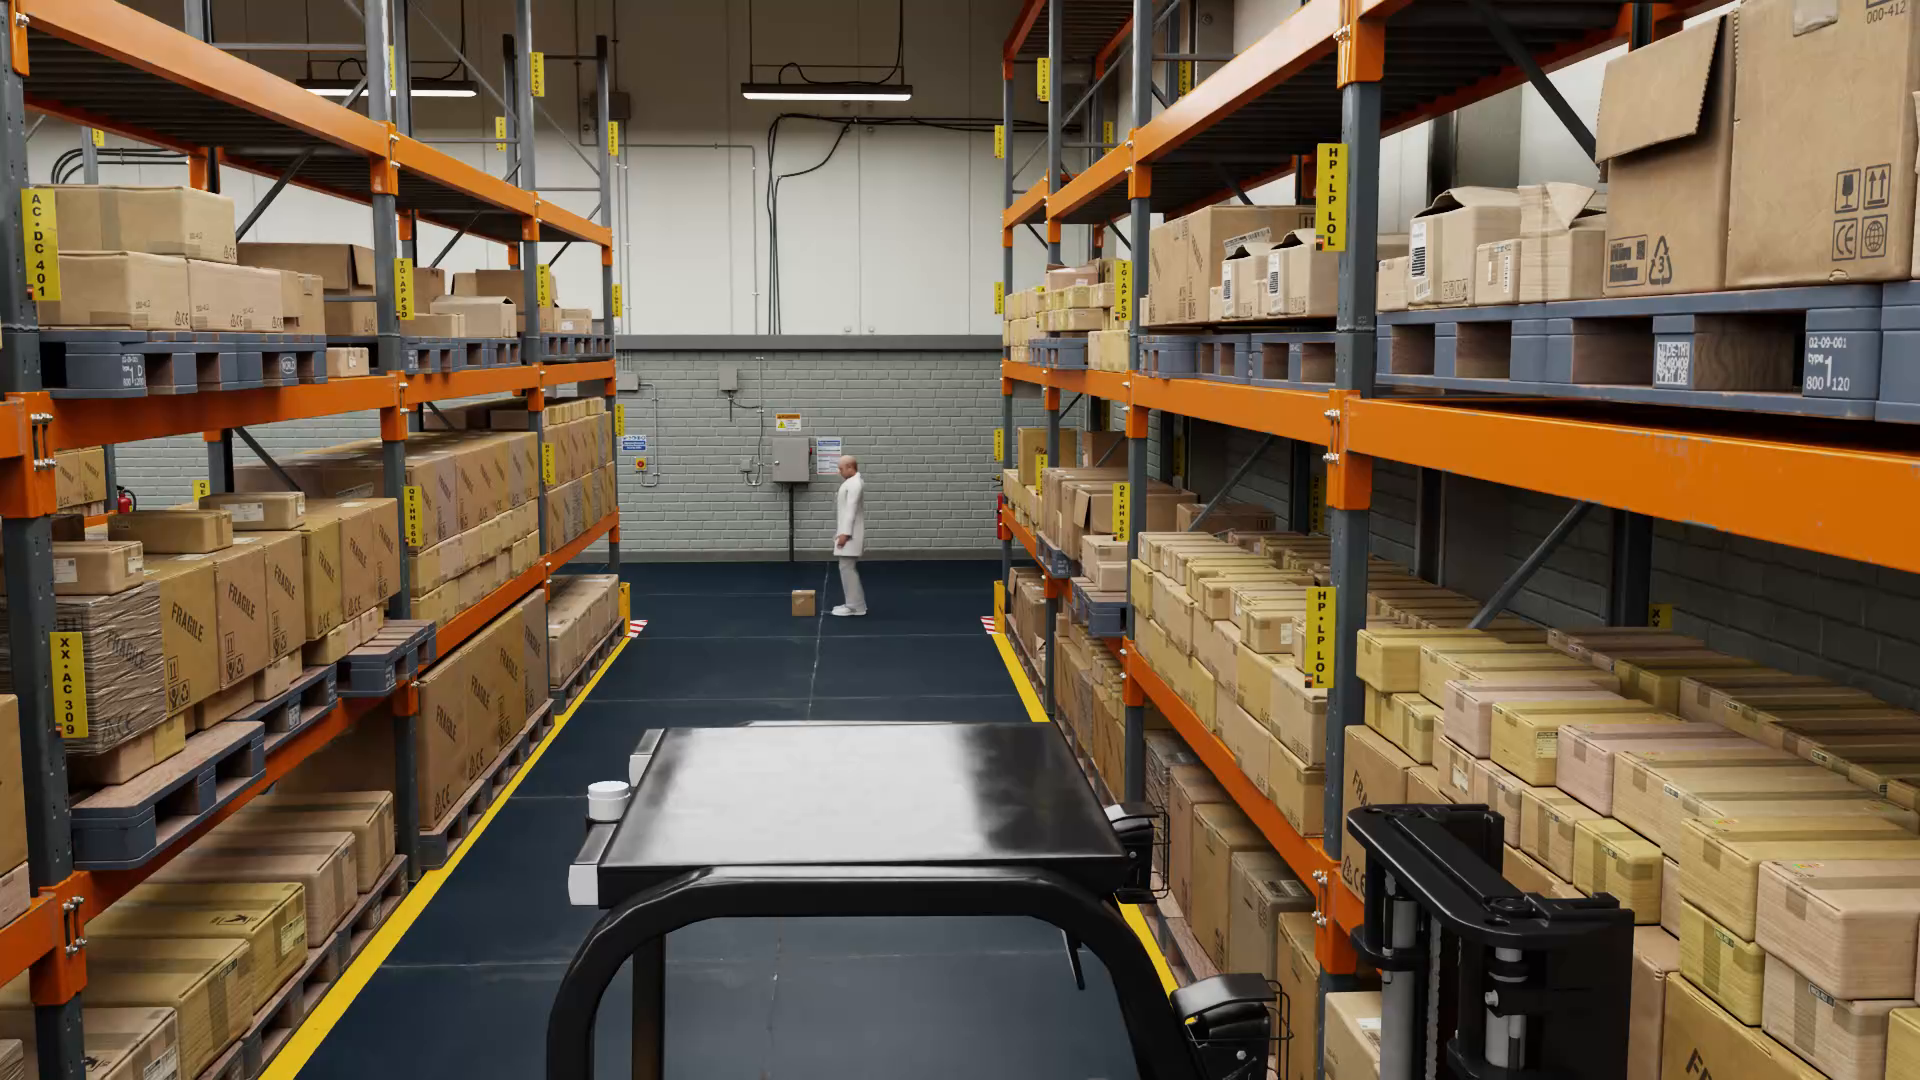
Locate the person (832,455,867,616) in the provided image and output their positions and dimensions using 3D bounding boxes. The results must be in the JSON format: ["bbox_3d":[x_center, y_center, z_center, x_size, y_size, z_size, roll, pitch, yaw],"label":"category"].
[{"bbox_3d":[-1.226,-0.052,18.326,0.378,1.771,0.565,0,7,-3],"label":"person"}]
